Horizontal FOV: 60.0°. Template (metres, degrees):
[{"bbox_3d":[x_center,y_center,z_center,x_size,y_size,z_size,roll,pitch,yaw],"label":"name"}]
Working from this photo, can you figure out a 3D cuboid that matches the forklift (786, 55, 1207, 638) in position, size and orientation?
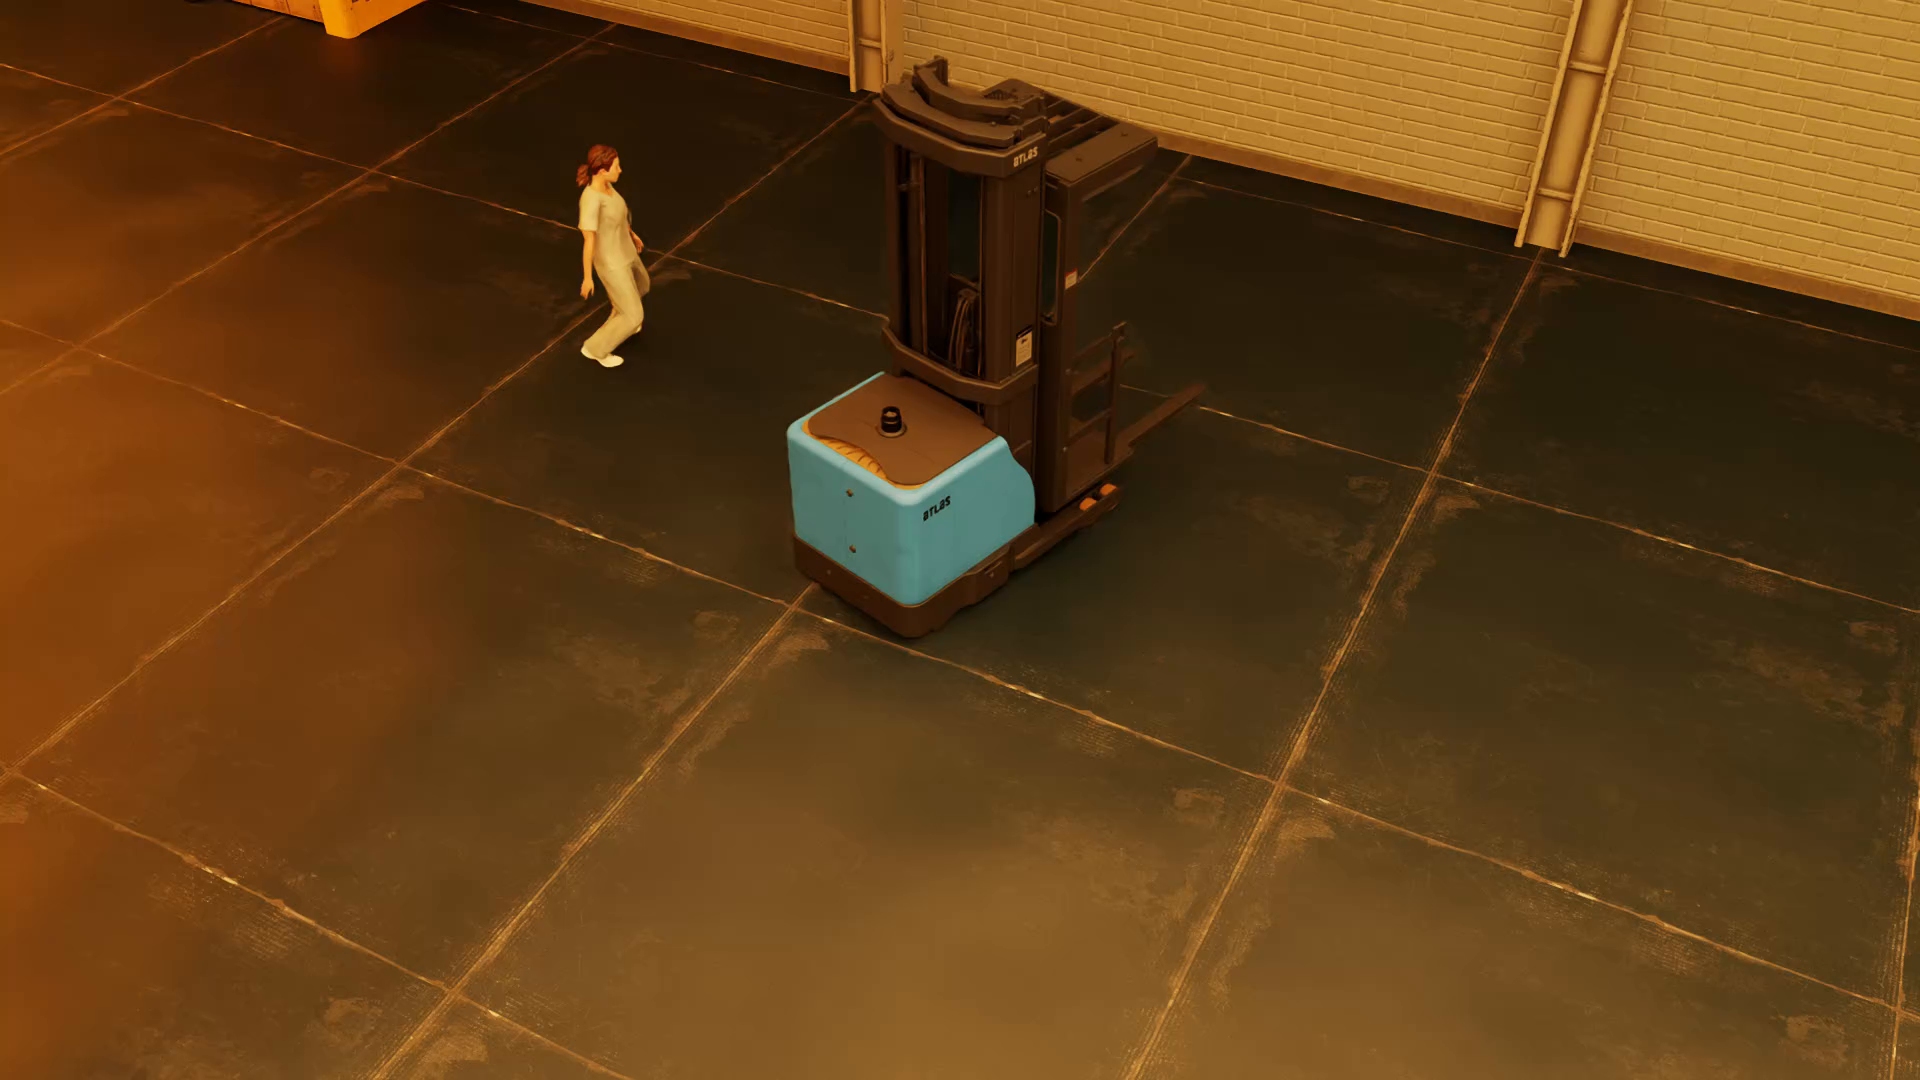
[{"bbox_3d":[0.378,-1.421,9.674,1.130,2.935,3.031,31,49,31],"label":"forklift"}]

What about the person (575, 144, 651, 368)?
[{"bbox_3d":[-2.378,-1.911,11.308,0.490,1.590,0.790,5,40,6],"label":"person"}]
